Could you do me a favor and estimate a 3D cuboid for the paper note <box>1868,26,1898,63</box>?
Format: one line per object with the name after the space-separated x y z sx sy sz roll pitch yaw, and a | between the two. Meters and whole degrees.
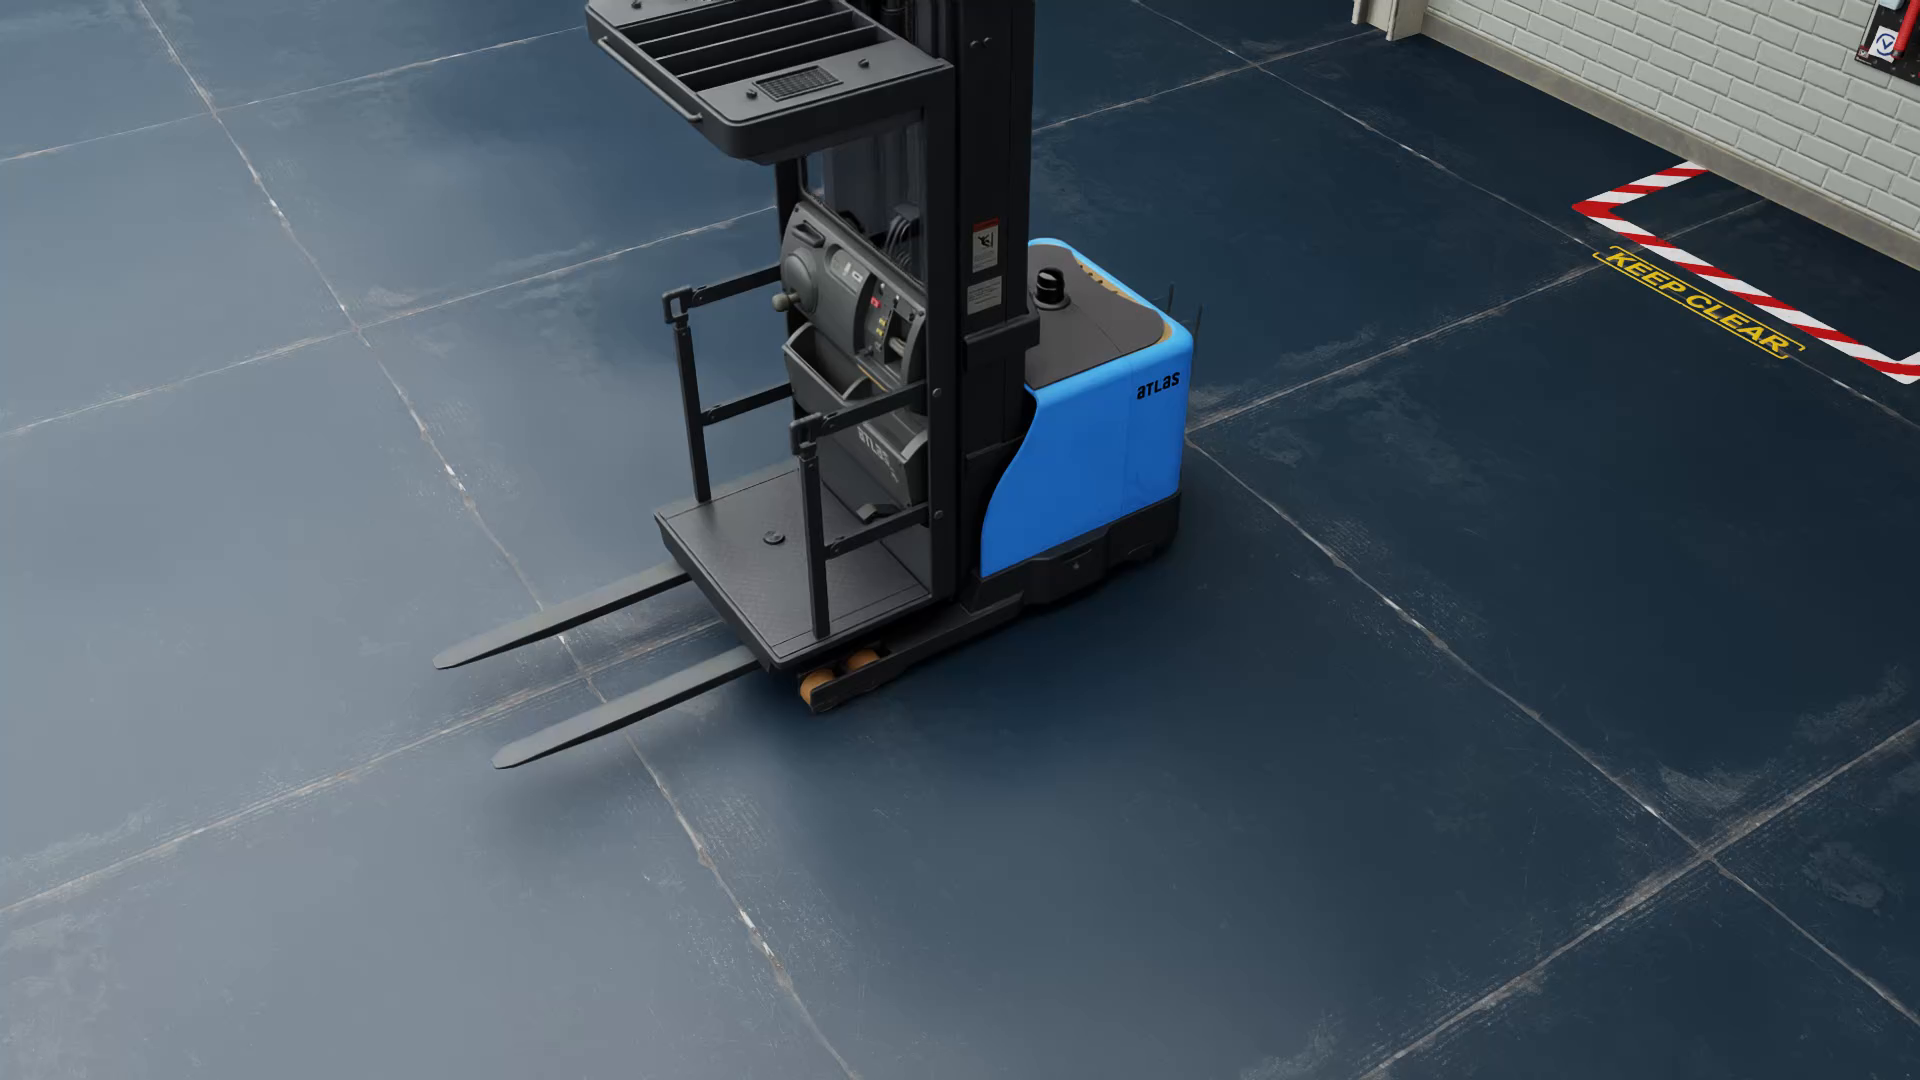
4.851 -2.598 8.713 0.016 0.148 0.142 -22 45 -24 | paper note

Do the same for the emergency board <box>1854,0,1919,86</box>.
4.888 -2.817 8.287 0.194 1.169 0.643 -22 45 -24 | emergency board

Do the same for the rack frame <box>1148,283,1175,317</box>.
0.799 -0.723 7.402 0.240 0.900 0.006 -18 43 -26 | rack frame

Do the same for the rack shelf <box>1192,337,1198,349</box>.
0.864 -0.853 7.189 0.258 0.077 0.200 -18 43 -26 | rack shelf

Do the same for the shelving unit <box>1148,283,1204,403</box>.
0.851 -0.667 7.335 0.258 0.900 0.210 -18 43 -26 | shelving unit

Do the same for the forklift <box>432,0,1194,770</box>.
-0.572 -0.850 5.980 3.031 2.935 1.130 -23 45 -25 | forklift

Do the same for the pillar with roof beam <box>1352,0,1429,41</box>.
-0.671 -5.531 6.858 9.100 9.000 0.400 -22 45 -24 | pillar with roof beam

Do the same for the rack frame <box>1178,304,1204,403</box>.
0.904 -0.611 7.268 0.240 0.900 0.006 -18 43 -26 | rack frame
